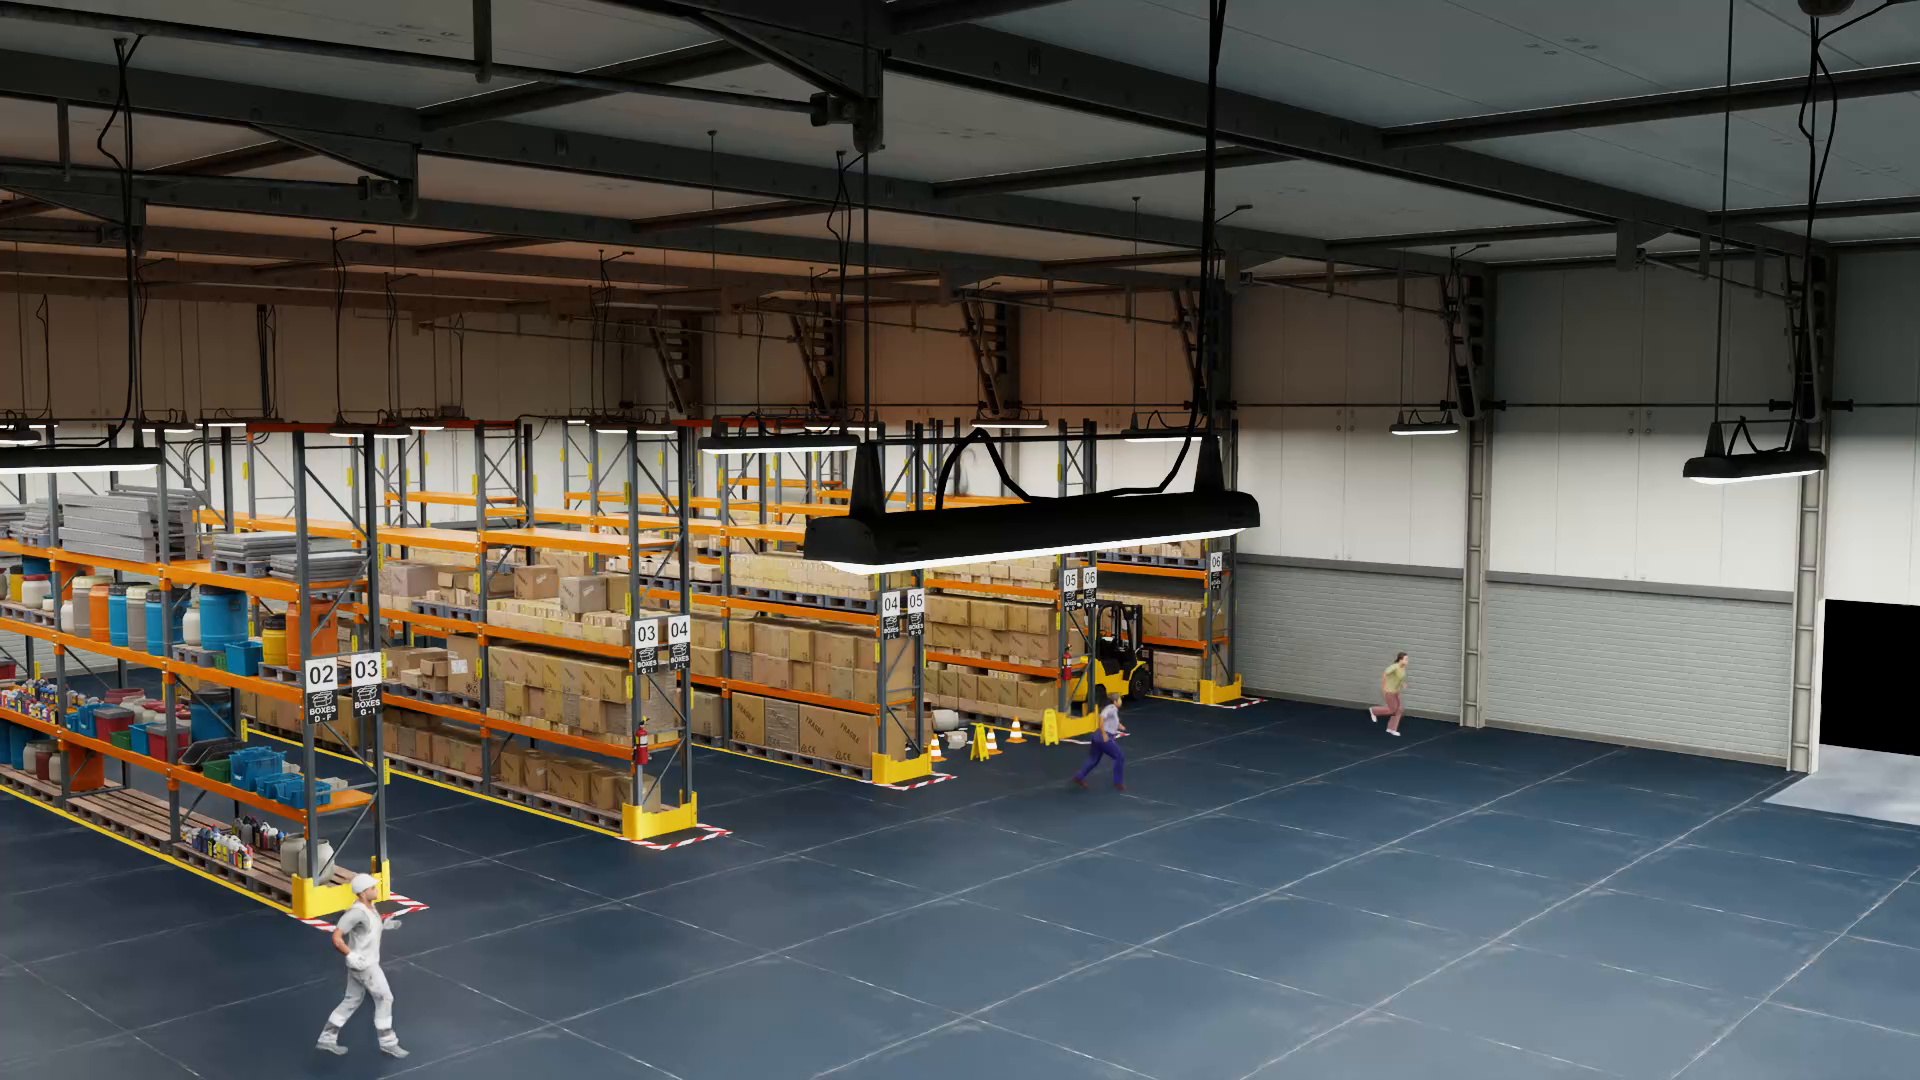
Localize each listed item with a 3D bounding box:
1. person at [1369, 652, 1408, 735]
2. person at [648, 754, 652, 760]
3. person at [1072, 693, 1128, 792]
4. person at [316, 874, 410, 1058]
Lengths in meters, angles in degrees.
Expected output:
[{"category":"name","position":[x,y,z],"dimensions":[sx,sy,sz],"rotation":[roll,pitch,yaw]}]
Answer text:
[{"category":"person","position":[8.274,2.939,32.053],"dimensions":[0.778,1.612,0.576],"rotation":[4,6,38]},{"category":"person","position":[-5.850,3.093,29.605],"dimensions":[0.881,1.586,0.537],"rotation":[2,5,26]},{"category":"person","position":[2.303,3.326,27.207],"dimensions":[0.907,1.628,0.597],"rotation":[-1,5,-6]},{"category":"person","position":[-5.795,4.124,16.072],"dimensions":[0.850,1.838,0.624],"rotation":[-2,5,-21]}]
